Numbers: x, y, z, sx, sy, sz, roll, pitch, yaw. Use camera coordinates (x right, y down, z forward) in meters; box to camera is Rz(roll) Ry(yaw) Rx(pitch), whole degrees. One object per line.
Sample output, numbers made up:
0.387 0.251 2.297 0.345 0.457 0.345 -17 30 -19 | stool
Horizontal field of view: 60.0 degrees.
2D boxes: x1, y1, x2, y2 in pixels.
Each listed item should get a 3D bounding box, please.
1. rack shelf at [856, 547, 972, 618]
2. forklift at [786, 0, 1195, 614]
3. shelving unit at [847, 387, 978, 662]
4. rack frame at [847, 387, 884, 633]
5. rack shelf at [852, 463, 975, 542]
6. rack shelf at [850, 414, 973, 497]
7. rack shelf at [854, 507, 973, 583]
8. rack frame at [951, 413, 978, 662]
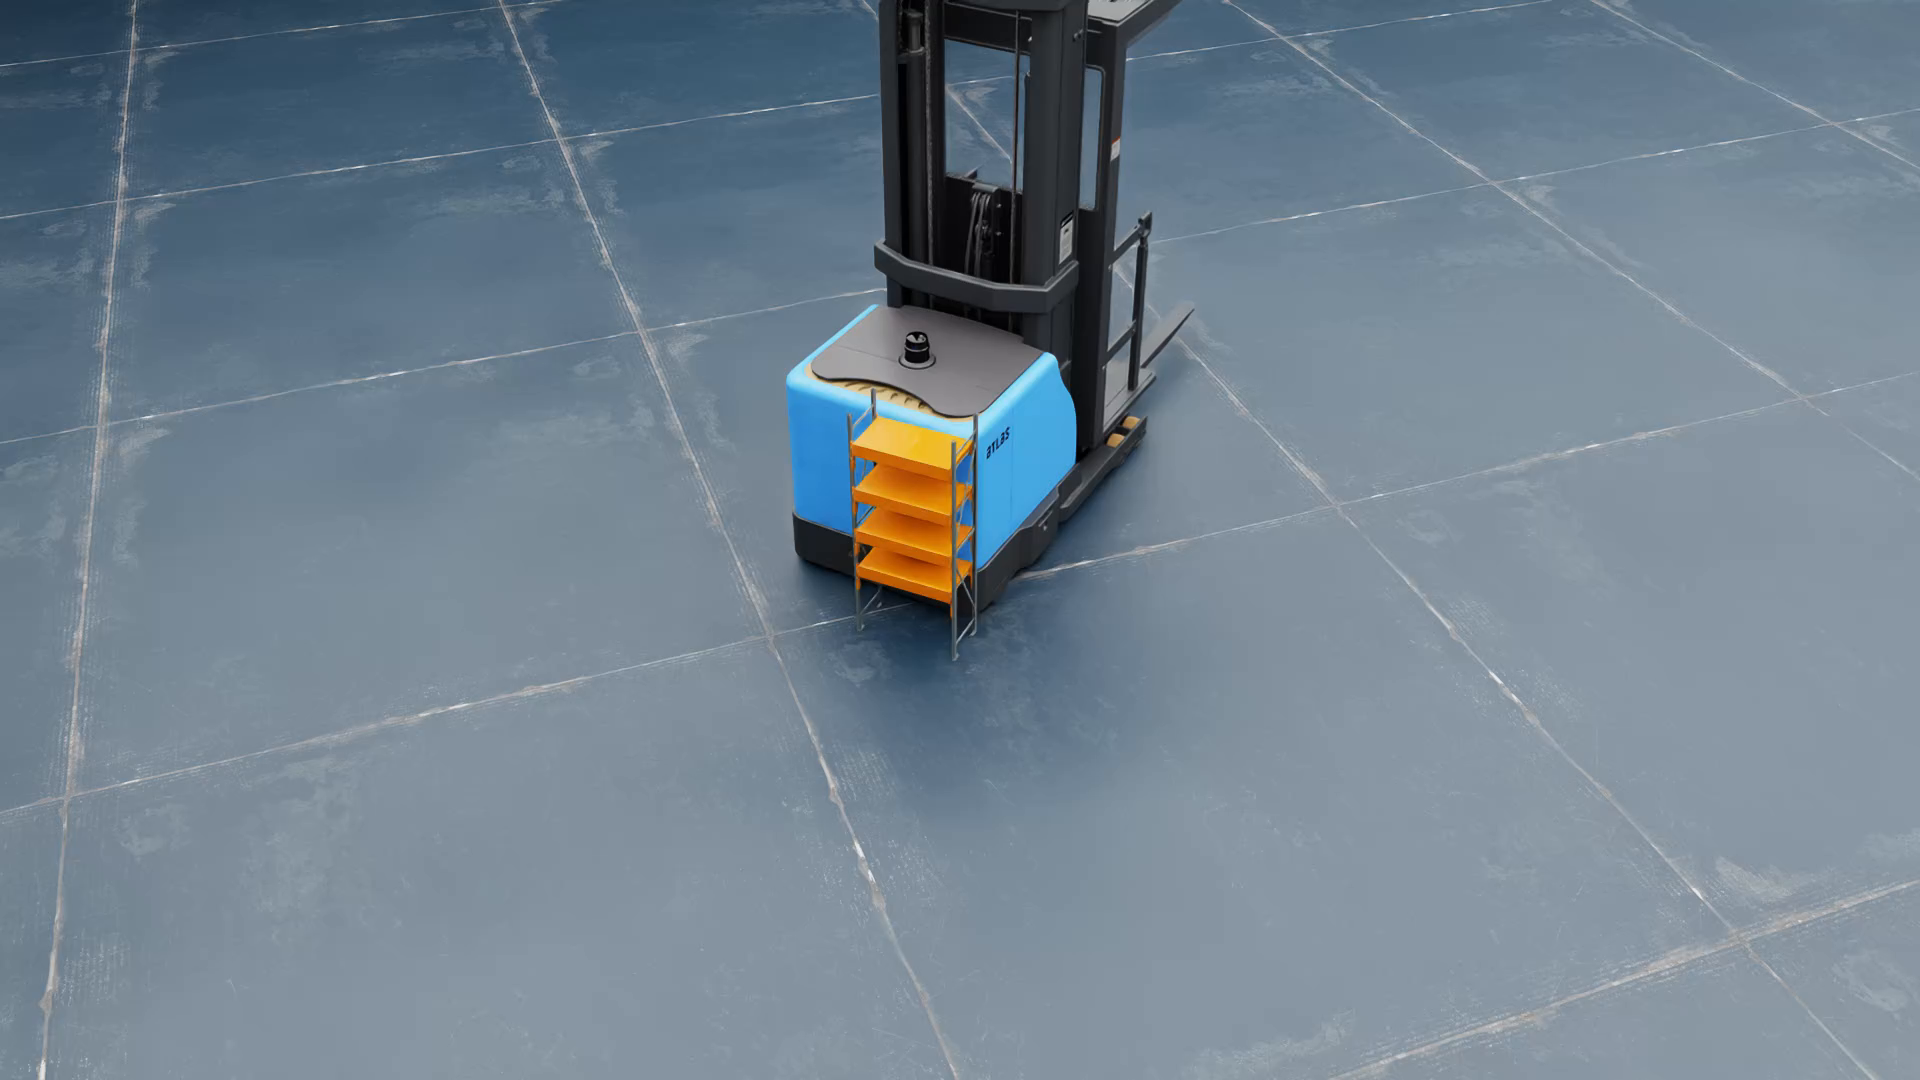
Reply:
-0.201 0.160 7.543 0.480 0.148 0.258 16 40 20 | rack shelf
0.352 -1.692 8.121 1.130 2.935 3.031 19 41 23 | forklift
-0.201 -0.053 7.383 0.503 1.200 0.258 16 40 20 | shelving unit
-0.422 -0.115 7.466 0.015 1.200 0.240 16 40 20 | rack frame
-0.201 -0.178 7.289 0.480 0.148 0.258 16 40 20 | rack shelf
-0.201 -0.367 7.147 0.480 0.148 0.258 16 40 20 | rack shelf
-0.201 0.001 7.424 0.480 0.148 0.258 16 40 20 | rack shelf
0.020 0.009 7.301 0.015 1.200 0.240 16 40 20 | rack frame
